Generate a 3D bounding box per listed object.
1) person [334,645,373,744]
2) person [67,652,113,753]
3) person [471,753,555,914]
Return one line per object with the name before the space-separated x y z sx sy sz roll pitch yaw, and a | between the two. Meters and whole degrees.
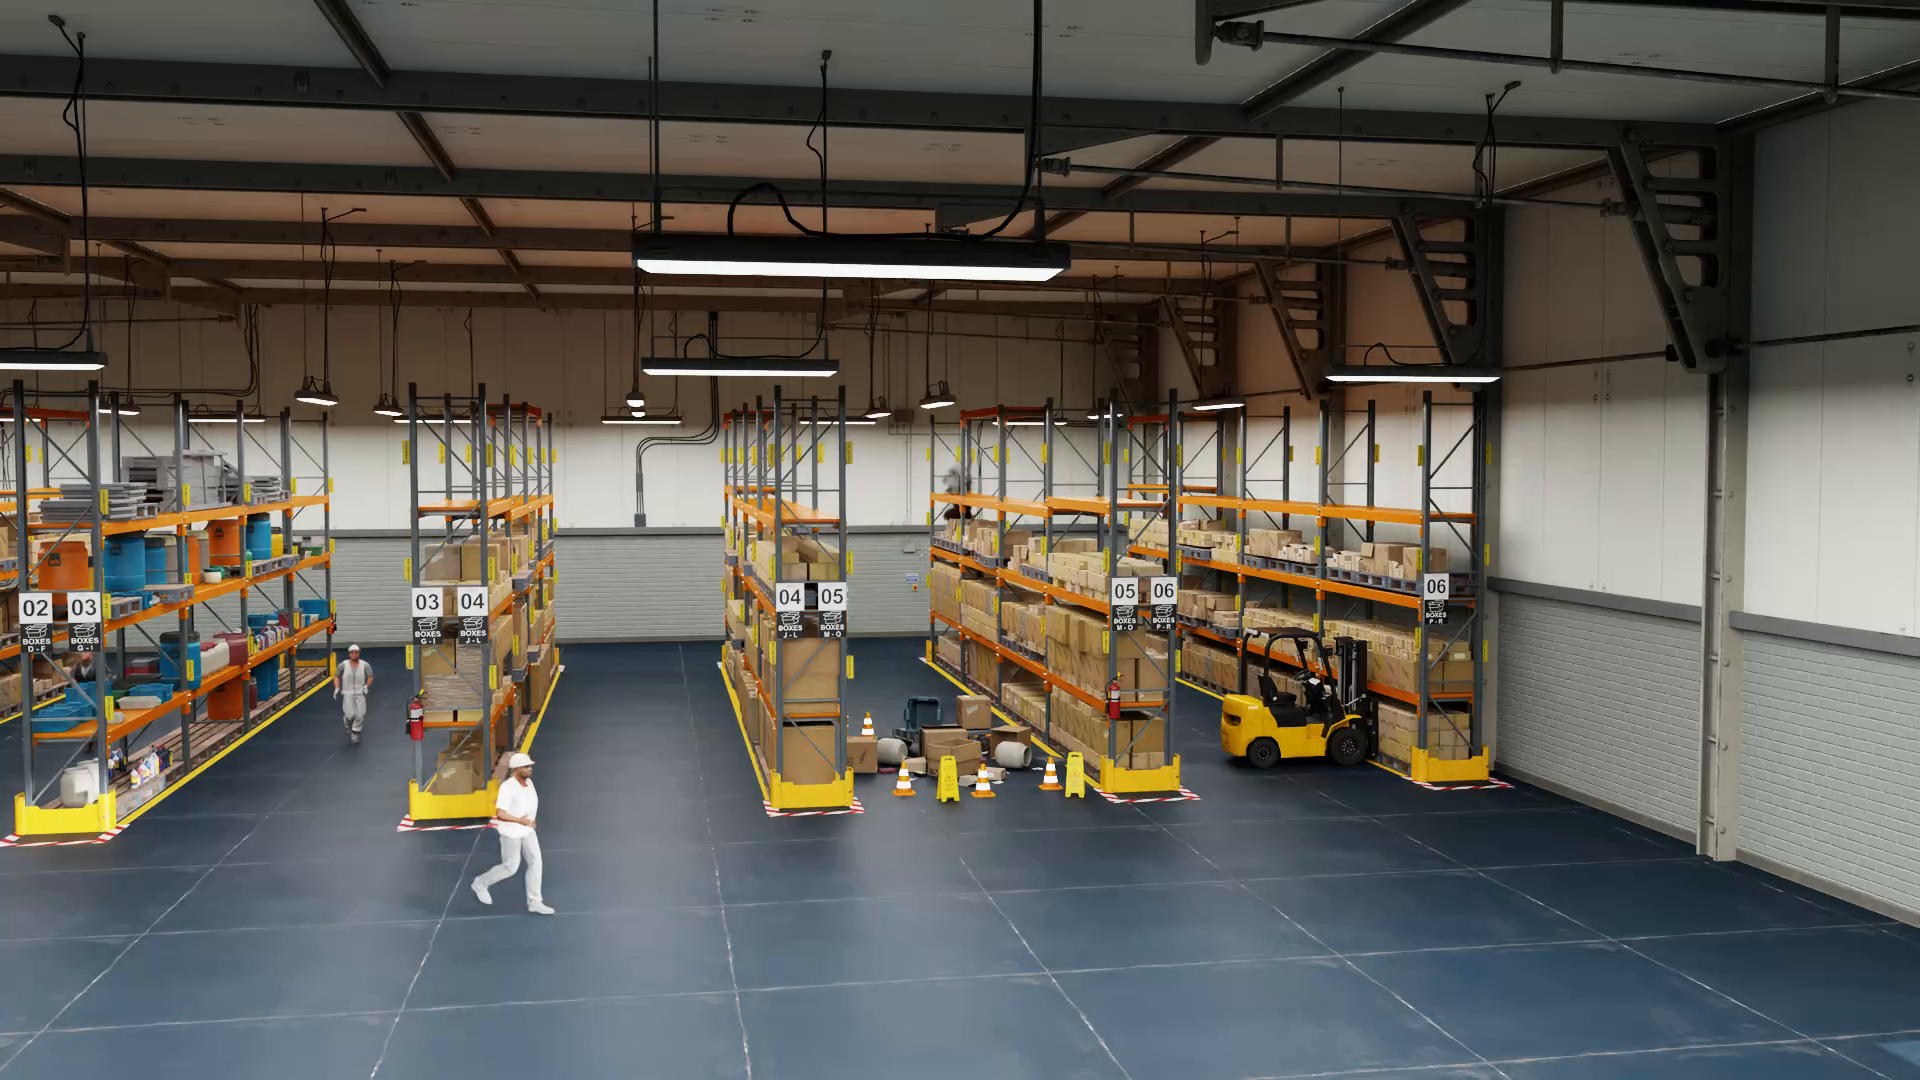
person | -10.508 2.678 28.823 0.659 1.733 0.634 -1 3 -24
person | -14.853 2.700 28.405 0.667 1.741 0.969 0 3 -7
person | -4.888 3.197 18.176 0.955 1.753 0.681 1 3 19
